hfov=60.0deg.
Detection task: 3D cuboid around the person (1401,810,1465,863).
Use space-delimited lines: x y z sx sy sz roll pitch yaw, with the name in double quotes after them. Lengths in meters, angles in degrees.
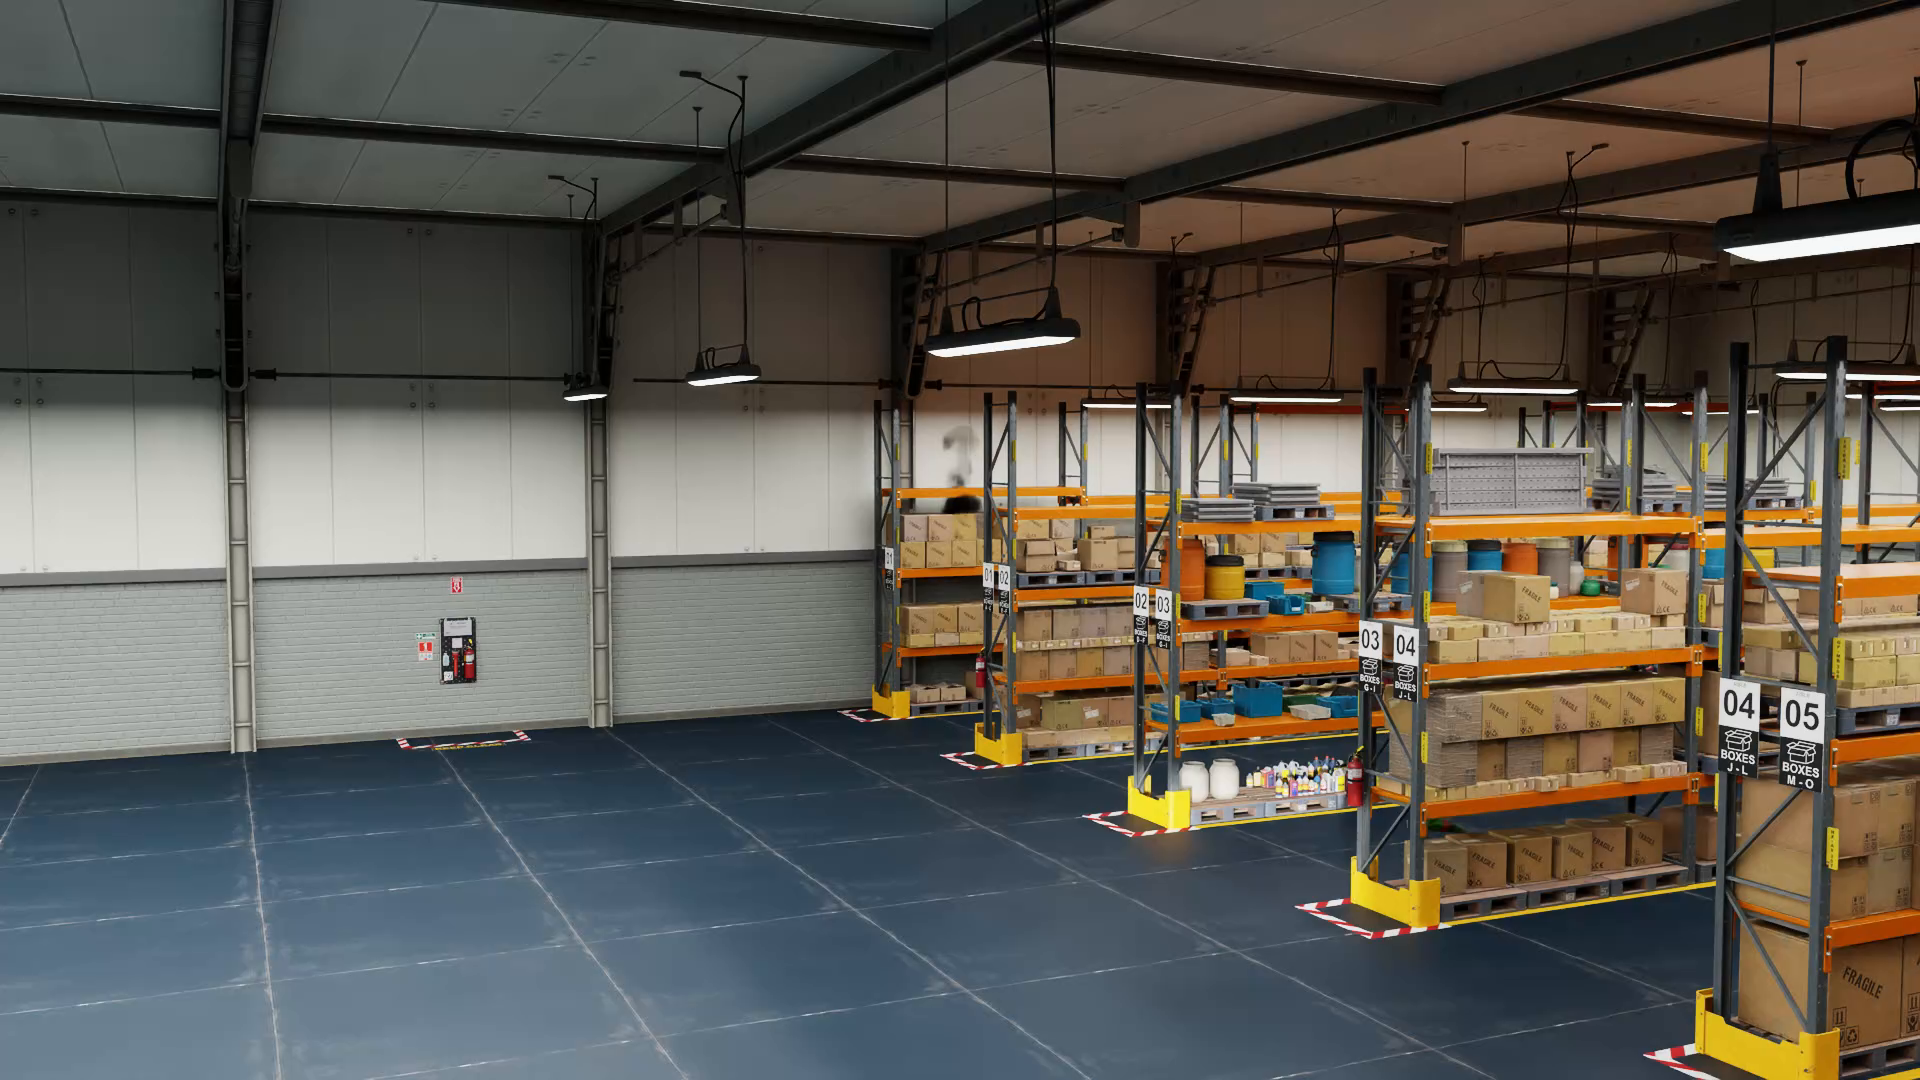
5.836 3.095 20.570 0.845 1.774 0.655 -1 3 -18 "person"
